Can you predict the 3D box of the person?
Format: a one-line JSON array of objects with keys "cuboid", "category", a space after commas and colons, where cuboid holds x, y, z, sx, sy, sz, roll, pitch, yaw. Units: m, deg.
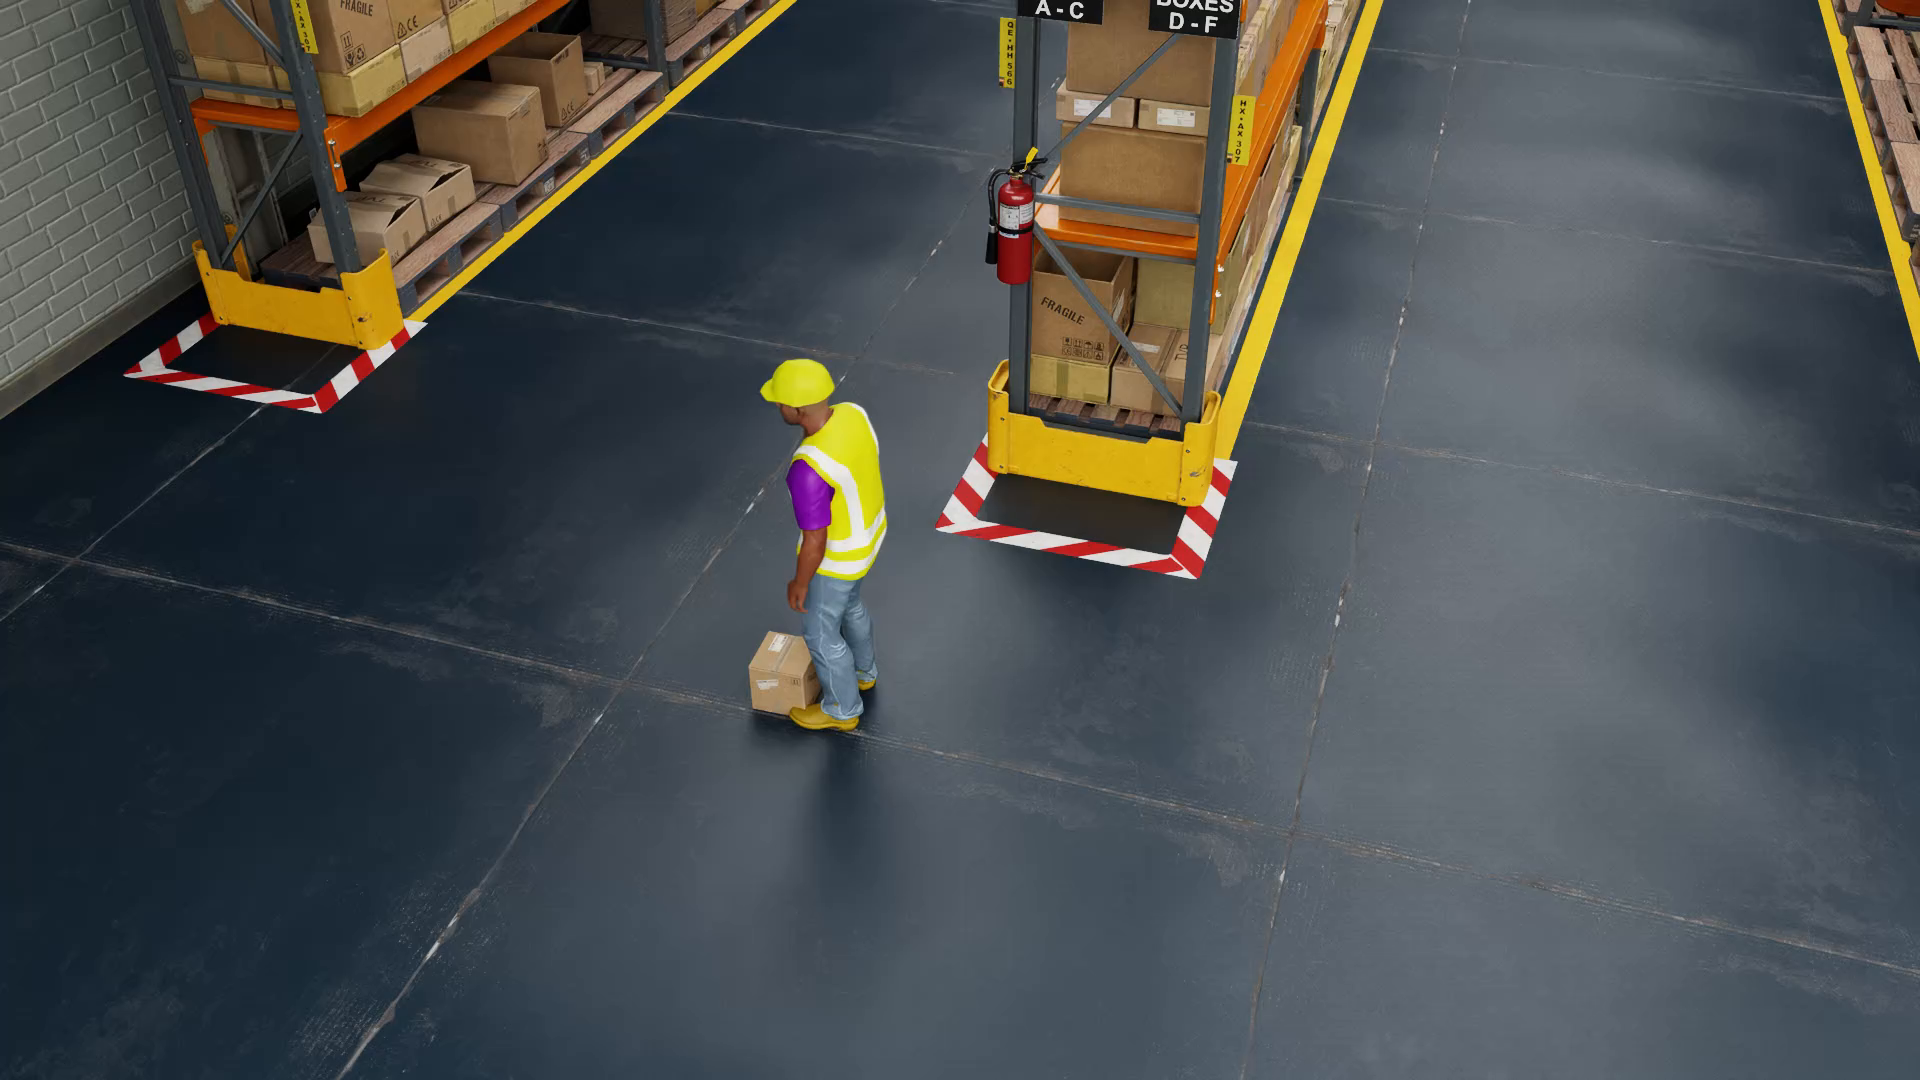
[{"cuboid": [-0.541, 0.023, 6.848, 0.457, 1.757, 0.628, 11, 38, 14], "category": "person"}]
